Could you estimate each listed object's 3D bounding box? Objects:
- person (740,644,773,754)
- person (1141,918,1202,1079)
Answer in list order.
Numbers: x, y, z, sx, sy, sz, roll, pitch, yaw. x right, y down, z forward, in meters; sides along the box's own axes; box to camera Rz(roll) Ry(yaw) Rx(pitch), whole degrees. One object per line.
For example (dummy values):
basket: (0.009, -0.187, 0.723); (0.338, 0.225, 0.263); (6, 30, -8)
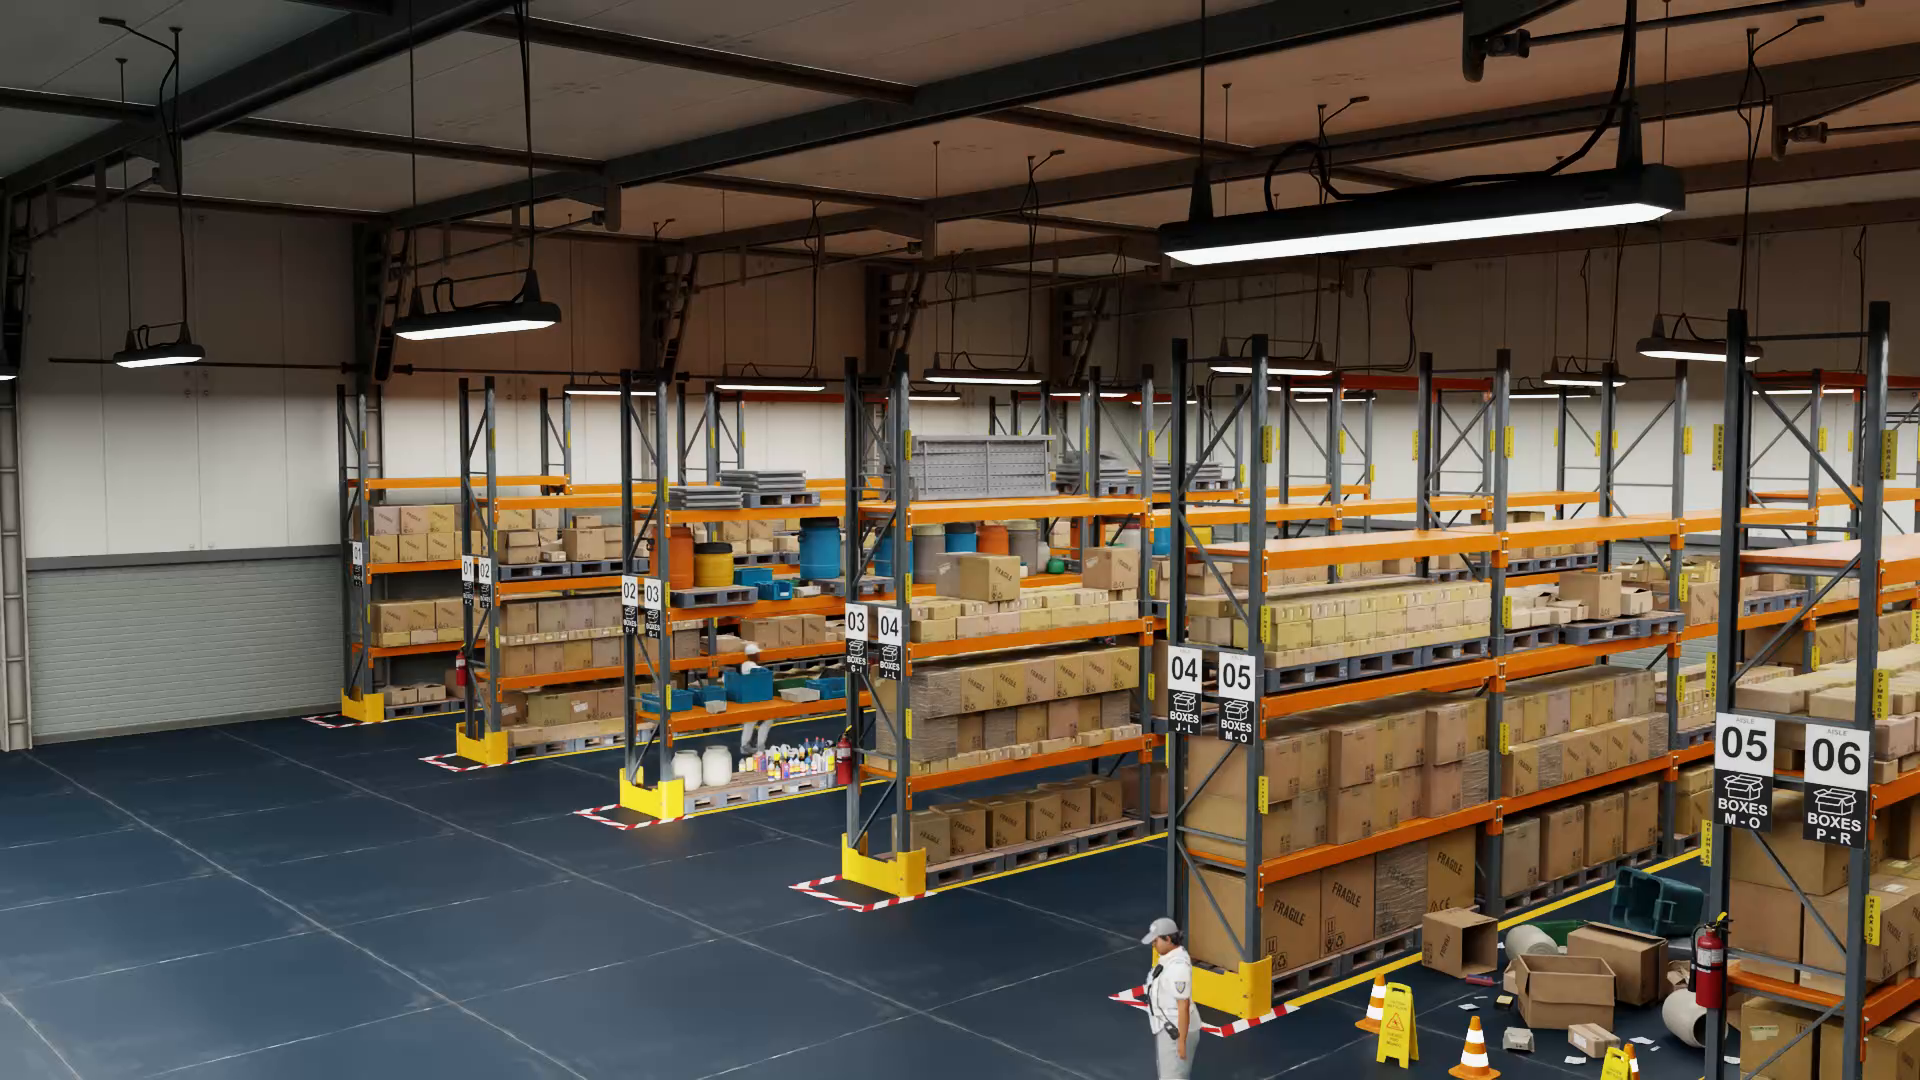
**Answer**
person: (-3.243, 2.565, 26.436); (0.500, 1.823, 0.602); (-1, 4, -16)
person: (1.514, 3.549, 11.961); (0.436, 1.659, 0.561); (0, 4, 3)
